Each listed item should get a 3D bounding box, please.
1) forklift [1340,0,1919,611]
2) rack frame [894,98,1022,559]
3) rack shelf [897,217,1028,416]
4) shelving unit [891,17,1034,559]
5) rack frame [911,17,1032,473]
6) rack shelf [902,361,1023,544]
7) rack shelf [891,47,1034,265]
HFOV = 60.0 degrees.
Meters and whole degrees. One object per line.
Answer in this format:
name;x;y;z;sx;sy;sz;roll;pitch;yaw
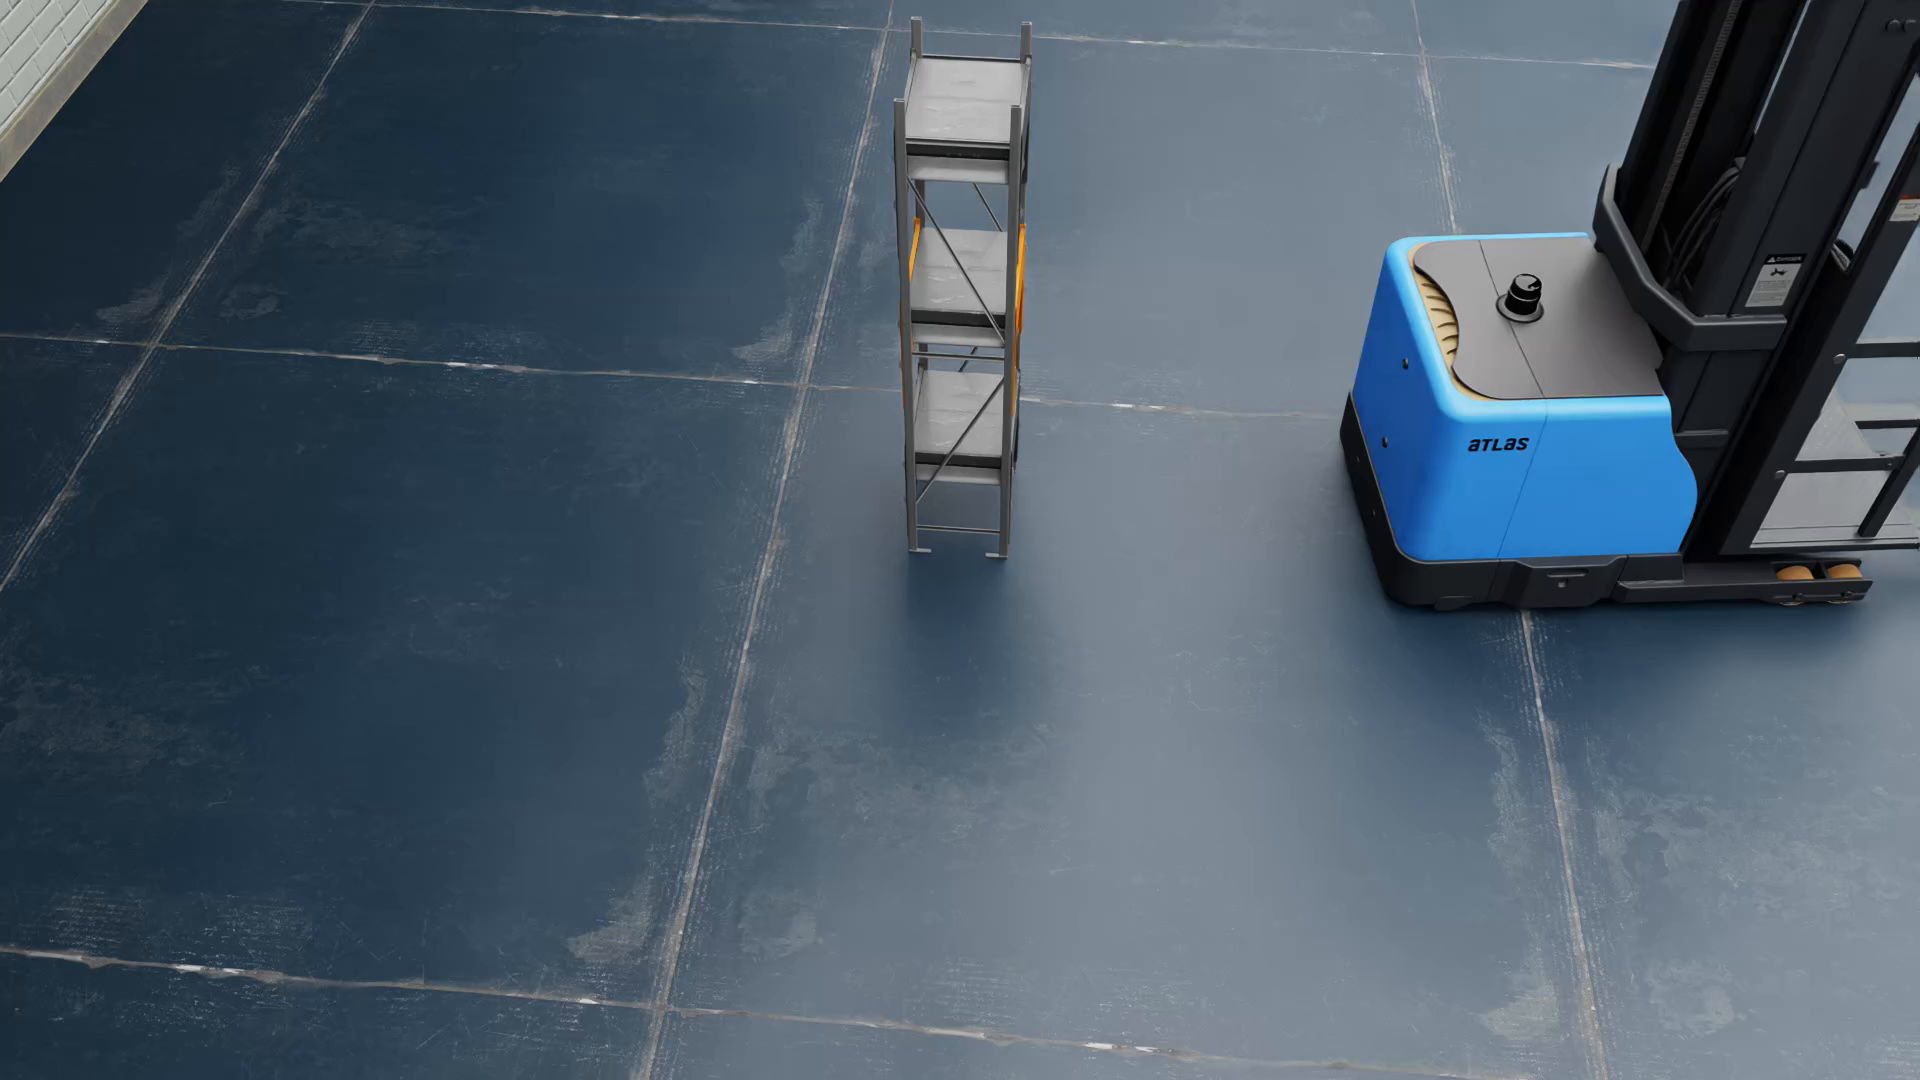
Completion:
forklift;3.150;-1.123;5.817;3.031;2.935;1.130;-2;48;-2
rack frame;-0.007;-0.651;5.948;0.400;2.100;0.015;4;48;4
rack shelf;0.015;-0.821;6.122;0.431;0.518;0.480;4;48;4
shelving unit;0.015;-0.830;6.112;0.431;2.100;0.503;4;48;4
rack frame;0.037;-1.010;6.276;0.400;2.100;0.015;4;48;4
rack shelf;0.015;-0.349;6.639;0.431;0.518;0.480;4;48;4
rack shelf;0.015;-1.294;5.606;0.431;0.518;0.480;4;48;4
